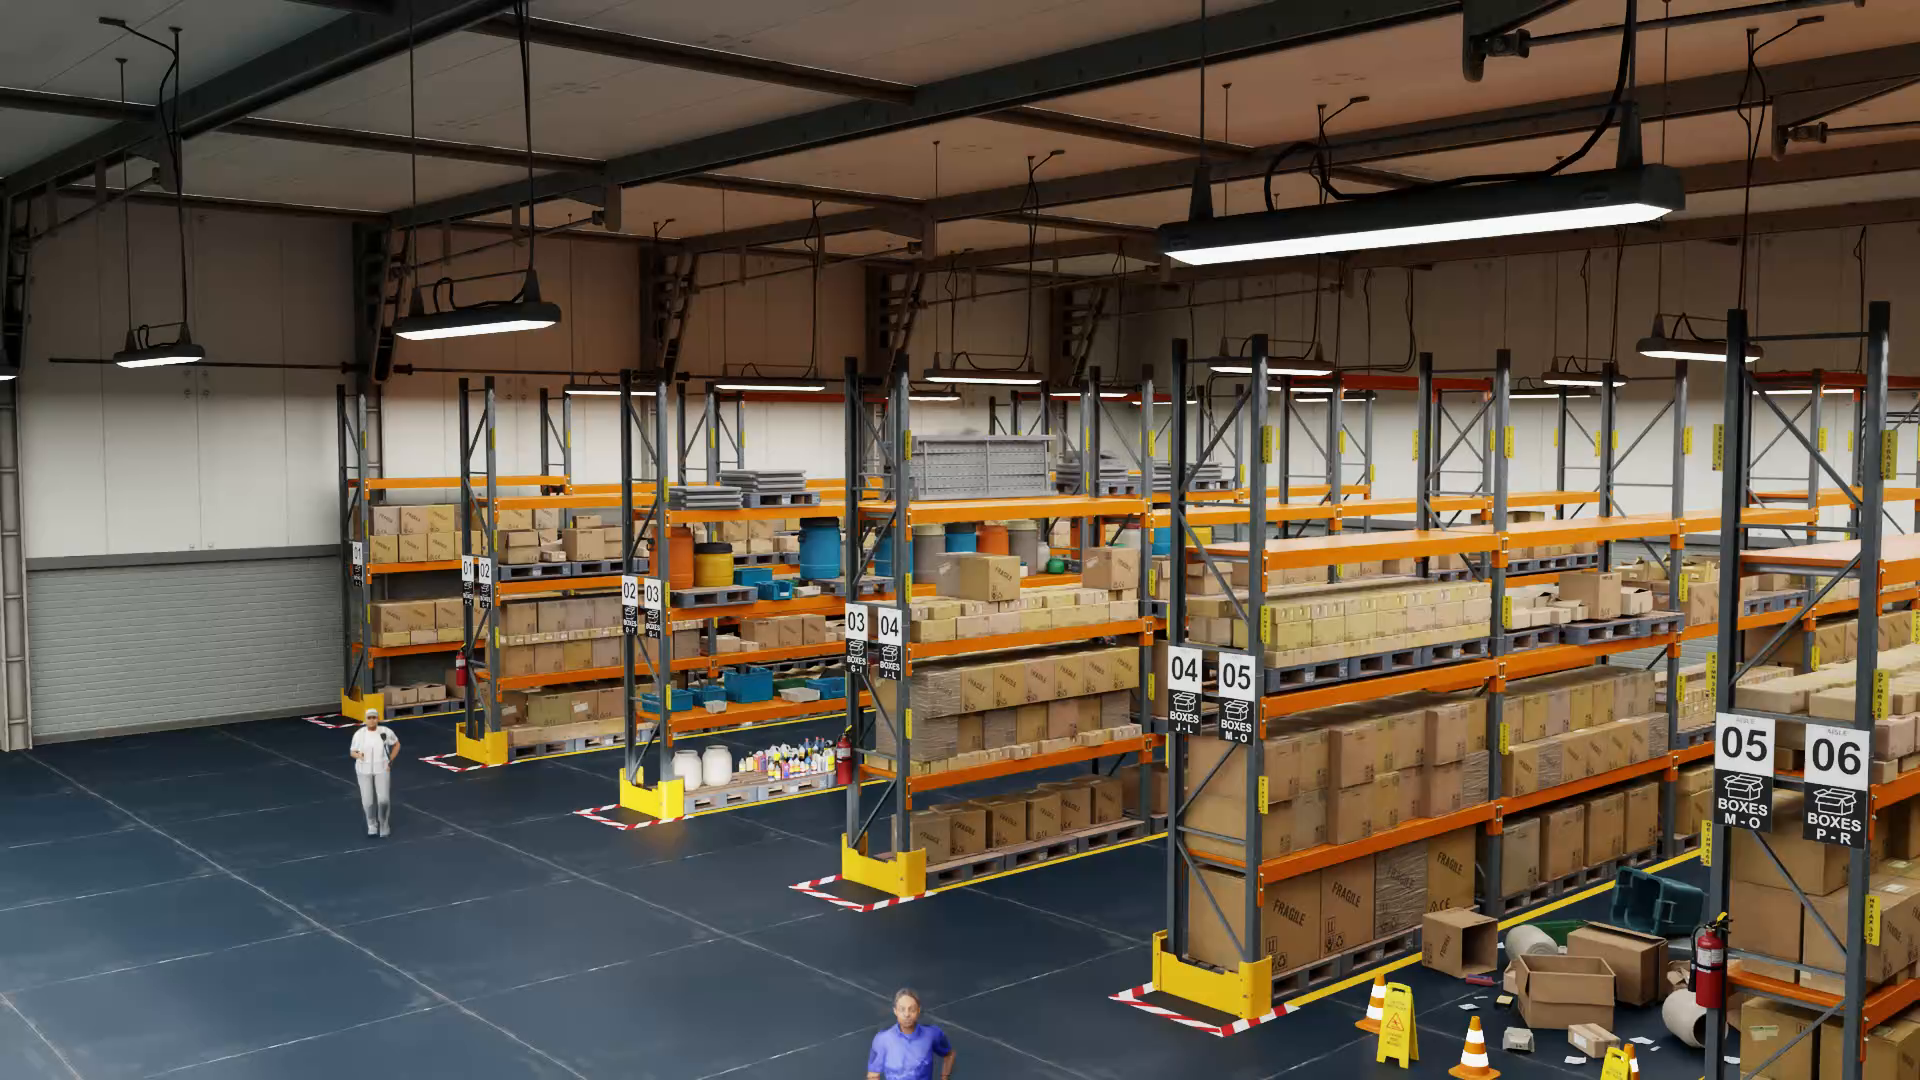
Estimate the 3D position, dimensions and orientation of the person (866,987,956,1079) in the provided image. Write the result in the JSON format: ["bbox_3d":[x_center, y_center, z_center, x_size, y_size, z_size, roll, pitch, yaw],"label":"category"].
[{"bbox_3d":[-0.312,3.668,10.455,0.559,1.672,0.677,0,4,2],"label":"person"}]

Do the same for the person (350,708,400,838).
[{"bbox_3d":[-7.415,2.964,21.060,0.587,1.660,0.610,-1,4,-14],"label":"person"}]
